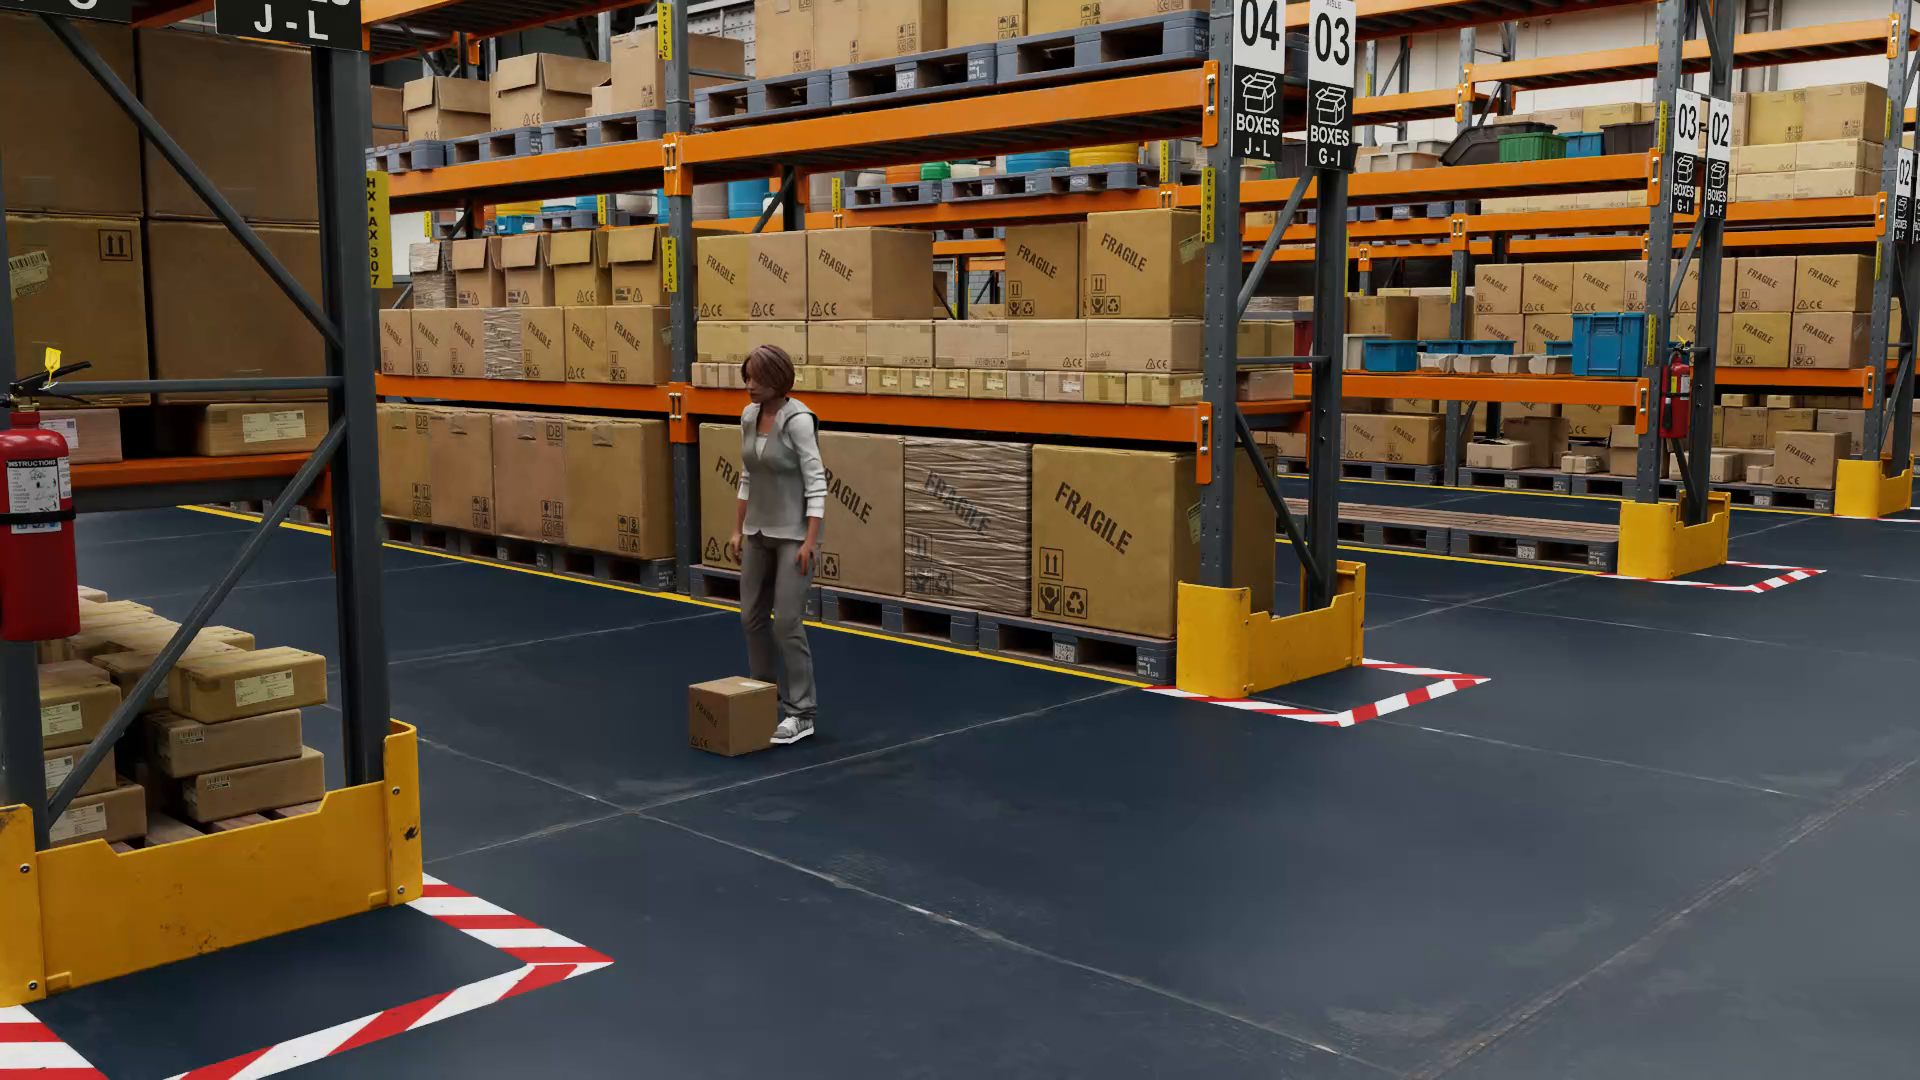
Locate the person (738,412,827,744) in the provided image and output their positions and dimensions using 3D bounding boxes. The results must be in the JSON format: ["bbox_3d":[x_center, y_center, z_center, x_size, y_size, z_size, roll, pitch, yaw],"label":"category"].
[{"bbox_3d":[-0.742,0.132,6.729,0.485,1.352,0.322,6,10,40],"label":"person"}]
